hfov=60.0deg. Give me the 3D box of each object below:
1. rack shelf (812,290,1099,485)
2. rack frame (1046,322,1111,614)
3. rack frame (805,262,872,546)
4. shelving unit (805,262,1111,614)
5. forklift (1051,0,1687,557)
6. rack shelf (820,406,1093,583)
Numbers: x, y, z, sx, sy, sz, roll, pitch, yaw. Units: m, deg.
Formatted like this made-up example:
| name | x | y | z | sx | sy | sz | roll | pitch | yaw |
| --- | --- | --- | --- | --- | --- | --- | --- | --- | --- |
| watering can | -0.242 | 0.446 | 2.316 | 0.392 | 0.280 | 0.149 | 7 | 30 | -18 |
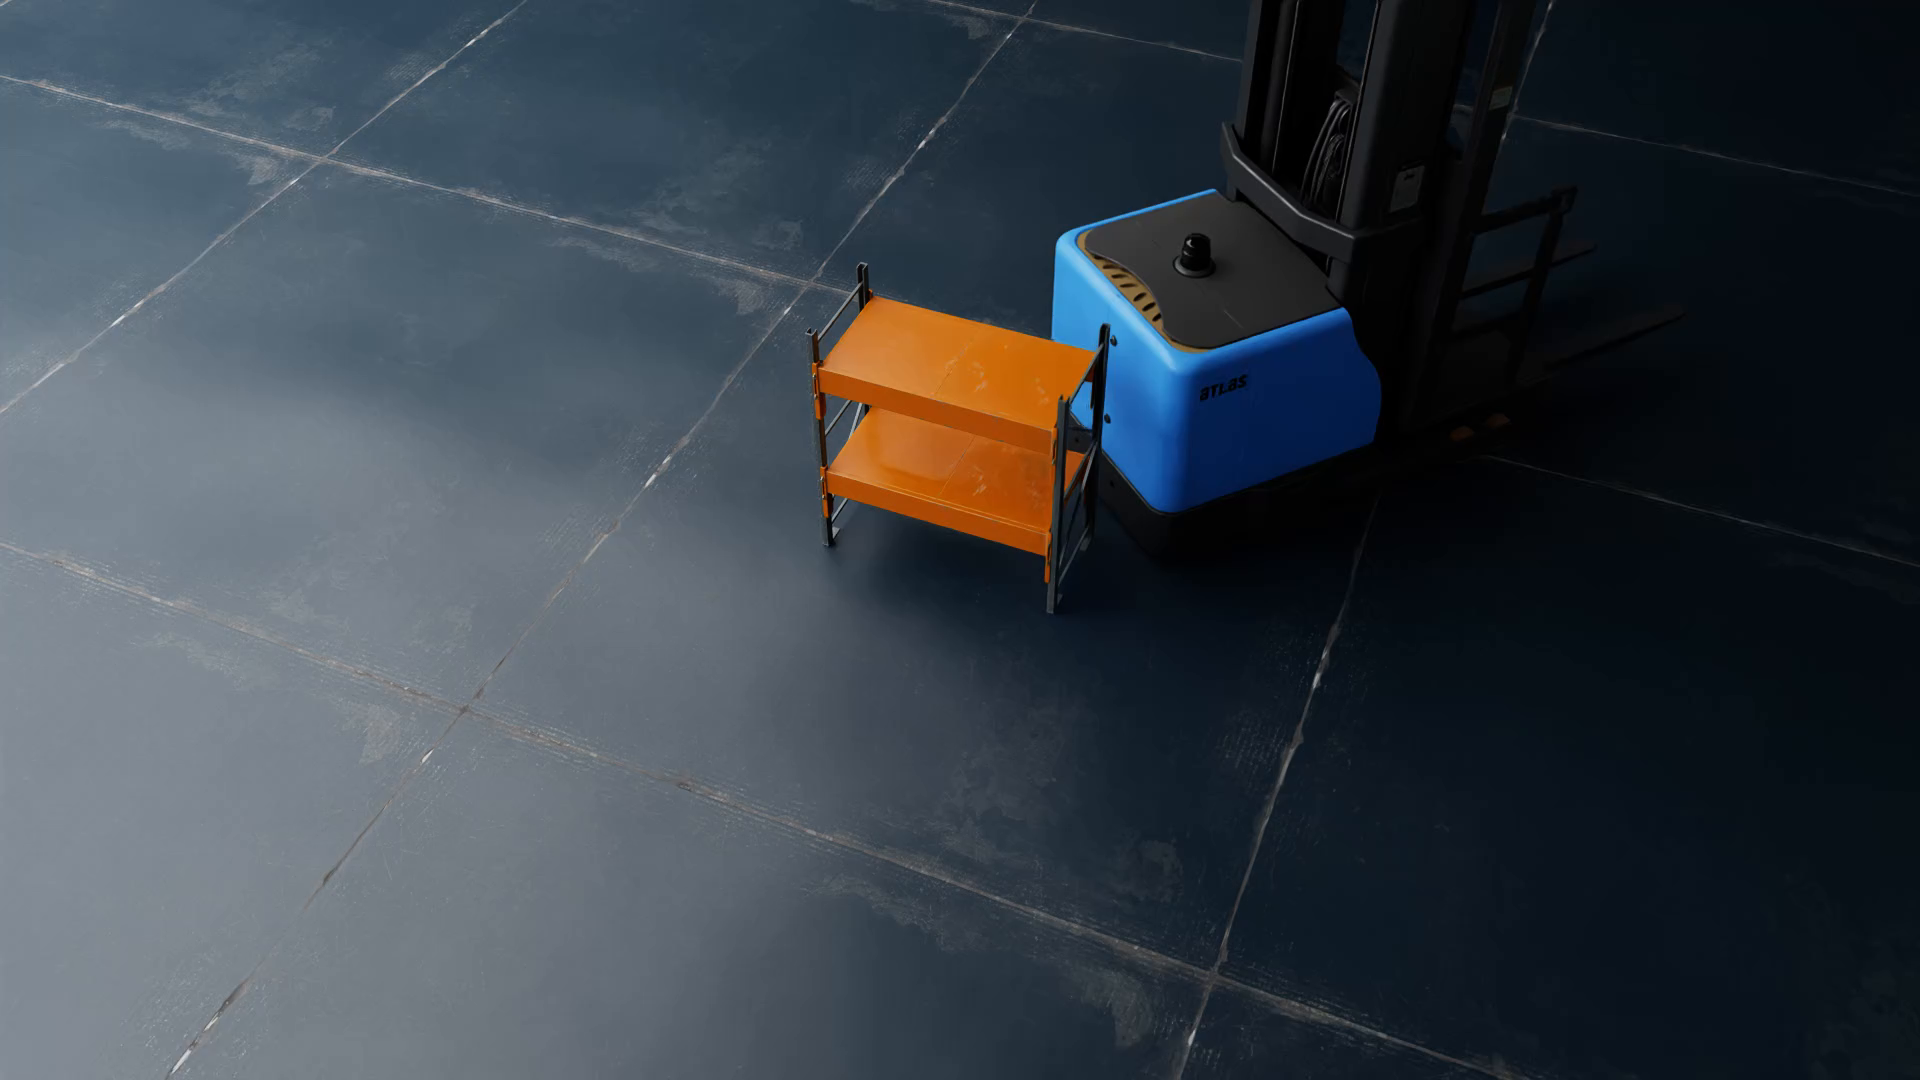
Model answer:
| name | x | y | z | sx | sy | sz | roll | pitch | yaw |
| --- | --- | --- | --- | --- | --- | --- | --- | --- | --- |
| rack shelf | -0.006 | -0.608 | 6.488 | 1.000 | 0.278 | 0.538 | 16 | 47 | 16 |
| rack frame | 0.463 | -0.263 | 6.555 | 0.032 | 1.125 | 0.500 | 16 | 47 | 16 |
| rack frame | -0.475 | -0.539 | 6.833 | 0.032 | 1.125 | 0.500 | 16 | 47 | 16 |
| shelving unit | -0.006 | -0.401 | 6.694 | 1.048 | 1.125 | 0.538 | 16 | 47 | 16 |
| forklift | 1.934 | -1.697 | 6.717 | 3.031 | 2.935 | 1.130 | -19 | 48 | -18 |
| rack shelf | -0.006 | -0.227 | 6.866 | 1.000 | 0.278 | 0.538 | 16 | 47 | 16 |
